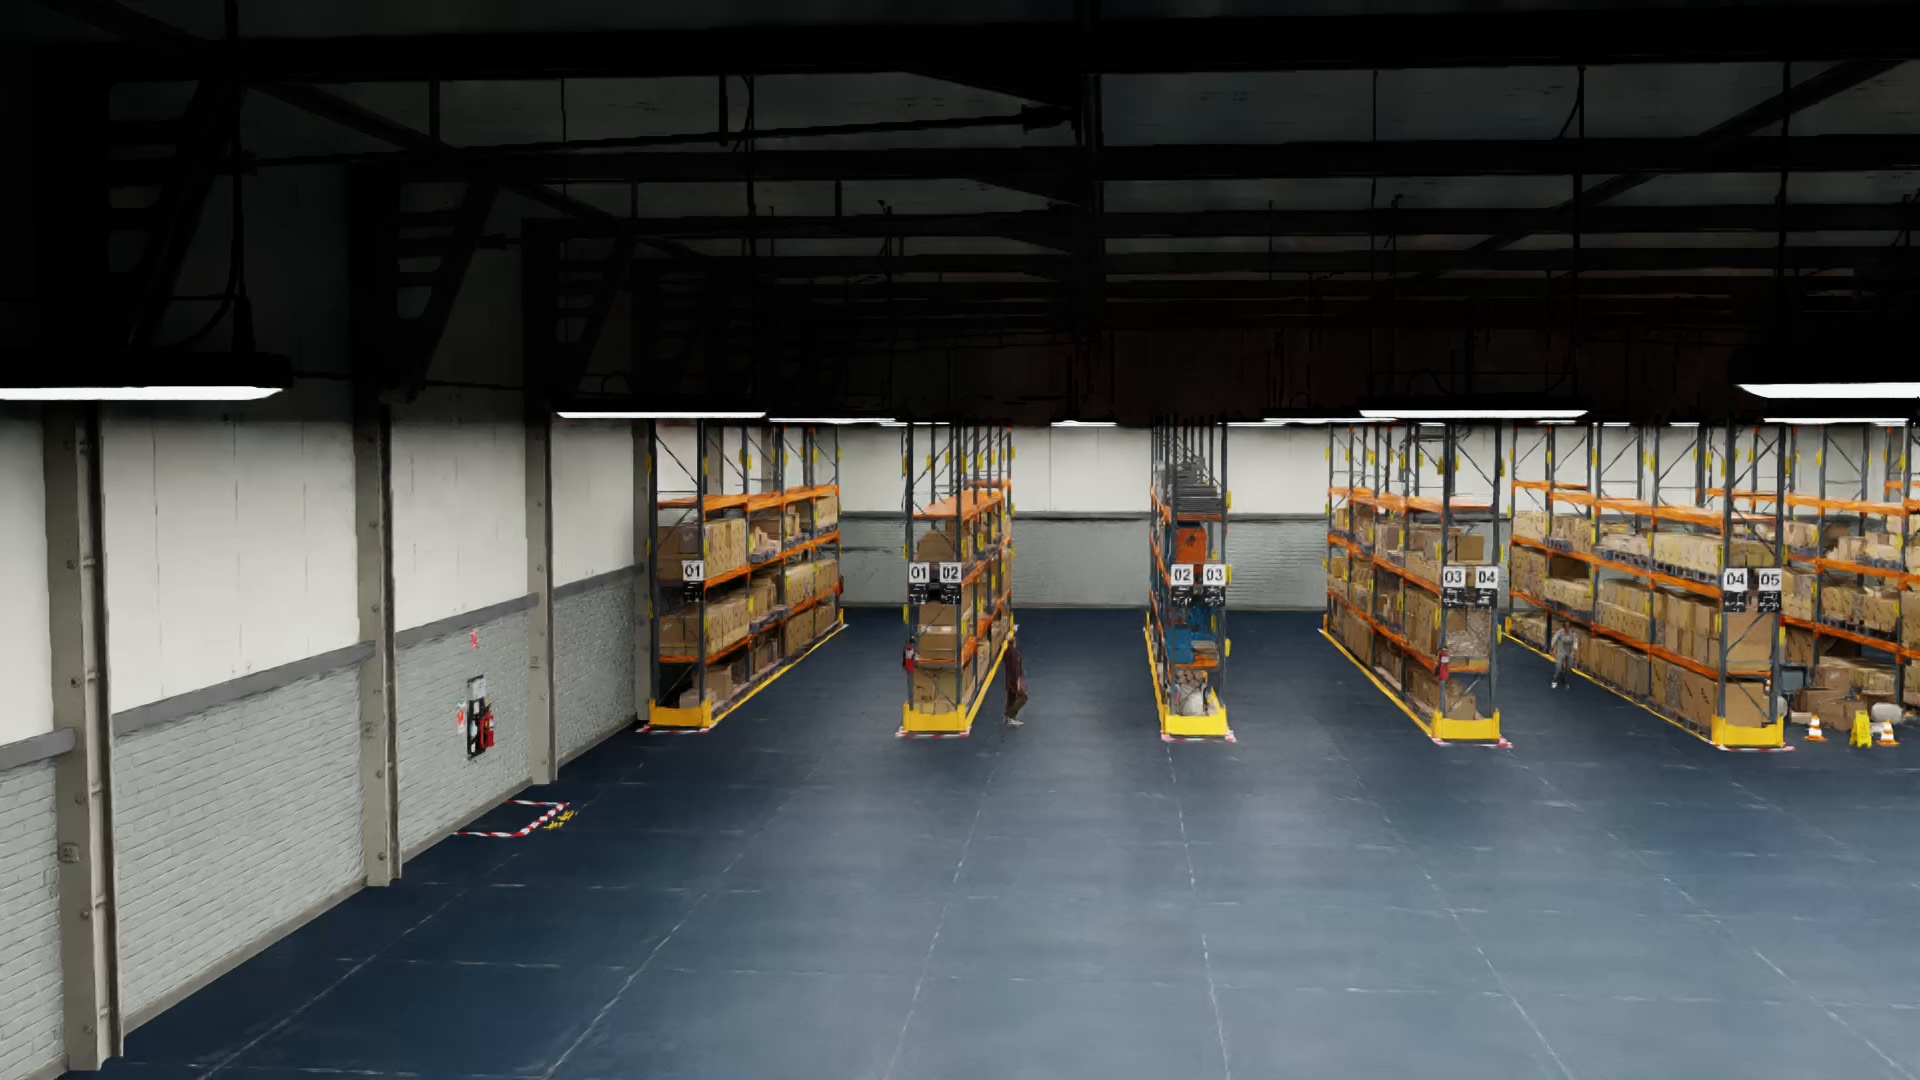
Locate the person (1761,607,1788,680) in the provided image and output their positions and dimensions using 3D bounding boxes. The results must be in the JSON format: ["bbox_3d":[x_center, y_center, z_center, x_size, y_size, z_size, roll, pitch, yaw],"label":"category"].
[{"bbox_3d":[18.343,2.332,37.377,0.591,1.722,0.661,2,4,28],"label":"person"}]

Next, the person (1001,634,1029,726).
[{"bbox_3d":[1.019,2.689,31.862,0.517,1.777,0.634,-2,4,-22],"label":"person"}]

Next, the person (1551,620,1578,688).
[{"bbox_3d":[13.270,2.500,36.547,0.566,1.541,0.519,0,4,3],"label":"person"}]
